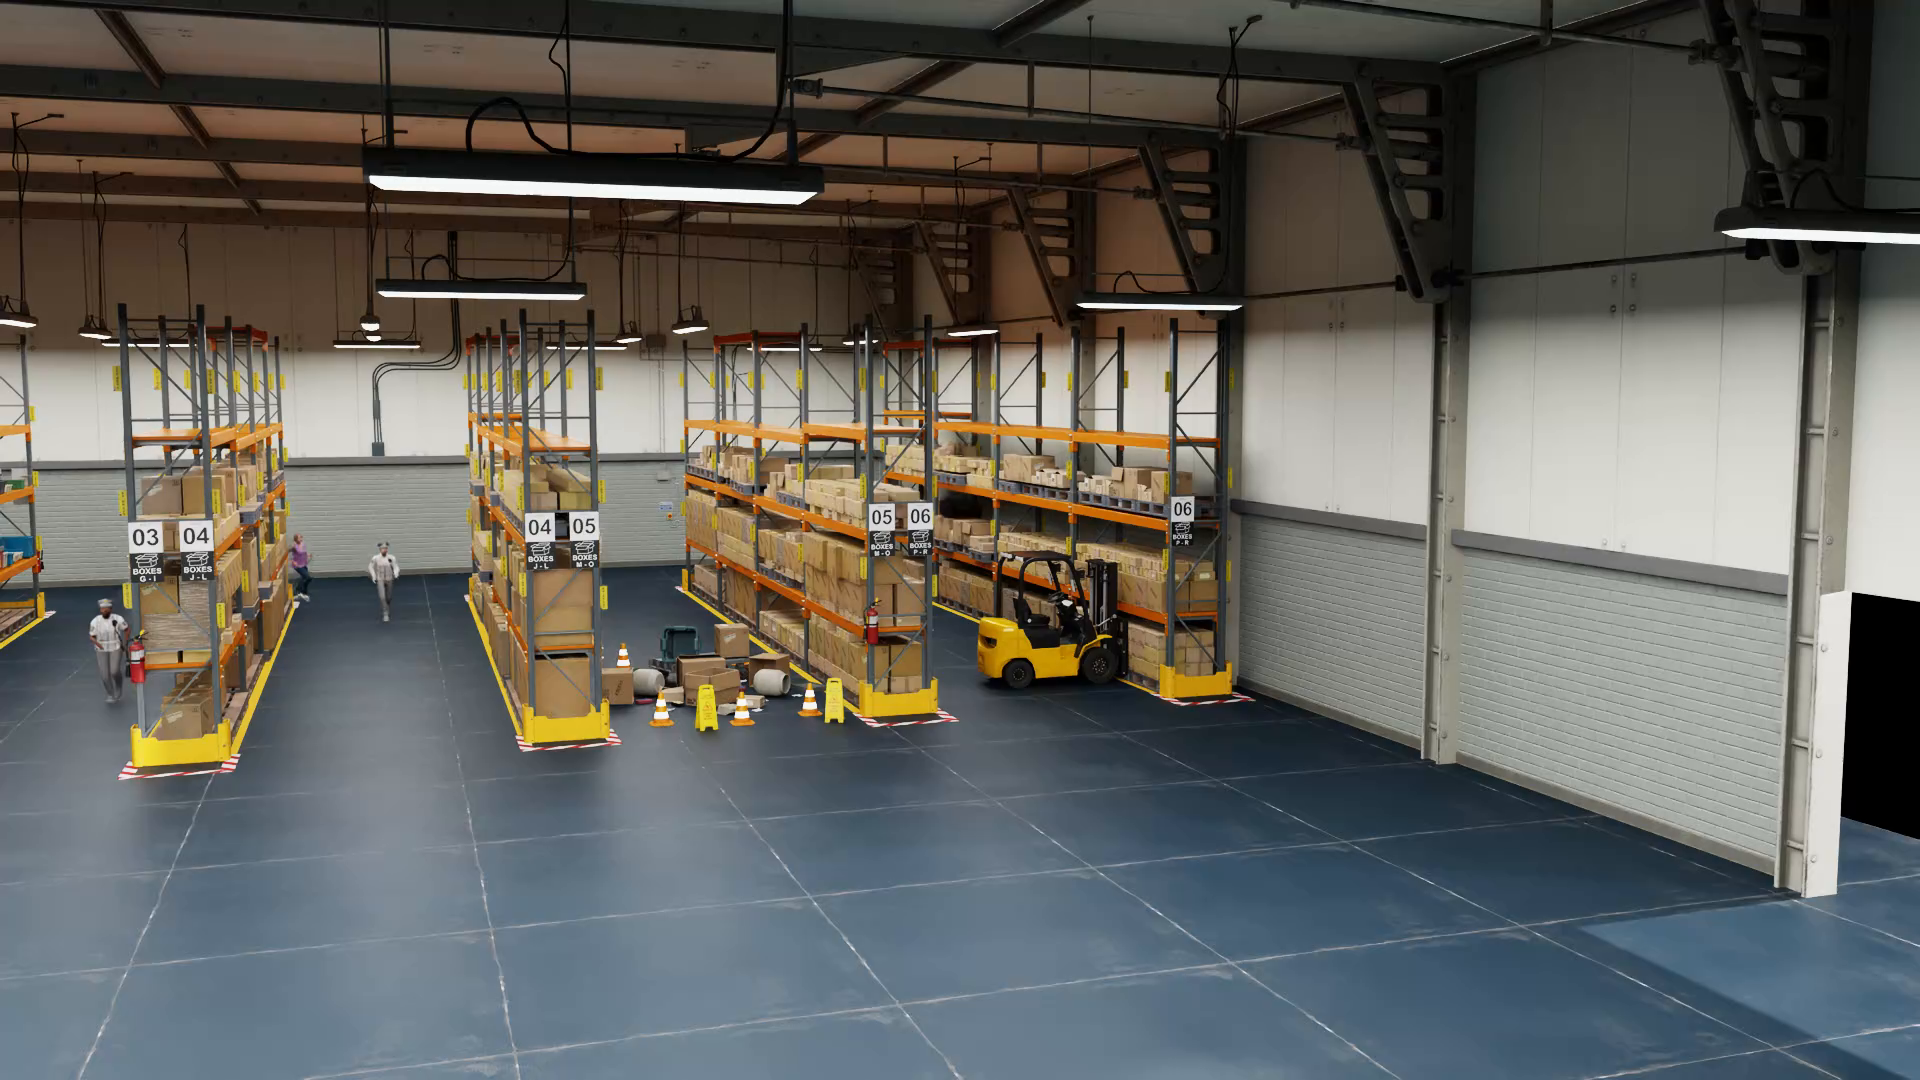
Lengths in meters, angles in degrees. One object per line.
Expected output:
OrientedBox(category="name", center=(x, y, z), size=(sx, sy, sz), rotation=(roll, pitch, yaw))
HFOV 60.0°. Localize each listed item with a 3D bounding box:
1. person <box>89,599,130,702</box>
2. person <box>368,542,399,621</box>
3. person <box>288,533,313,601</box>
OrientedBox(category="person", center=(-13.234, 1.724, 25.883), size=(0.551, 1.648, 0.664), rotation=(-2, 6, -21))
OrientedBox(category="person", center=(-12.186, 0.854, 35.180), size=(0.604, 1.661, 0.785), rotation=(-3, 6, -25))
OrientedBox(category="person", center=(-15.067, 0.629, 37.960), size=(0.634, 1.580, 0.544), rotation=(1, 6, 13))
